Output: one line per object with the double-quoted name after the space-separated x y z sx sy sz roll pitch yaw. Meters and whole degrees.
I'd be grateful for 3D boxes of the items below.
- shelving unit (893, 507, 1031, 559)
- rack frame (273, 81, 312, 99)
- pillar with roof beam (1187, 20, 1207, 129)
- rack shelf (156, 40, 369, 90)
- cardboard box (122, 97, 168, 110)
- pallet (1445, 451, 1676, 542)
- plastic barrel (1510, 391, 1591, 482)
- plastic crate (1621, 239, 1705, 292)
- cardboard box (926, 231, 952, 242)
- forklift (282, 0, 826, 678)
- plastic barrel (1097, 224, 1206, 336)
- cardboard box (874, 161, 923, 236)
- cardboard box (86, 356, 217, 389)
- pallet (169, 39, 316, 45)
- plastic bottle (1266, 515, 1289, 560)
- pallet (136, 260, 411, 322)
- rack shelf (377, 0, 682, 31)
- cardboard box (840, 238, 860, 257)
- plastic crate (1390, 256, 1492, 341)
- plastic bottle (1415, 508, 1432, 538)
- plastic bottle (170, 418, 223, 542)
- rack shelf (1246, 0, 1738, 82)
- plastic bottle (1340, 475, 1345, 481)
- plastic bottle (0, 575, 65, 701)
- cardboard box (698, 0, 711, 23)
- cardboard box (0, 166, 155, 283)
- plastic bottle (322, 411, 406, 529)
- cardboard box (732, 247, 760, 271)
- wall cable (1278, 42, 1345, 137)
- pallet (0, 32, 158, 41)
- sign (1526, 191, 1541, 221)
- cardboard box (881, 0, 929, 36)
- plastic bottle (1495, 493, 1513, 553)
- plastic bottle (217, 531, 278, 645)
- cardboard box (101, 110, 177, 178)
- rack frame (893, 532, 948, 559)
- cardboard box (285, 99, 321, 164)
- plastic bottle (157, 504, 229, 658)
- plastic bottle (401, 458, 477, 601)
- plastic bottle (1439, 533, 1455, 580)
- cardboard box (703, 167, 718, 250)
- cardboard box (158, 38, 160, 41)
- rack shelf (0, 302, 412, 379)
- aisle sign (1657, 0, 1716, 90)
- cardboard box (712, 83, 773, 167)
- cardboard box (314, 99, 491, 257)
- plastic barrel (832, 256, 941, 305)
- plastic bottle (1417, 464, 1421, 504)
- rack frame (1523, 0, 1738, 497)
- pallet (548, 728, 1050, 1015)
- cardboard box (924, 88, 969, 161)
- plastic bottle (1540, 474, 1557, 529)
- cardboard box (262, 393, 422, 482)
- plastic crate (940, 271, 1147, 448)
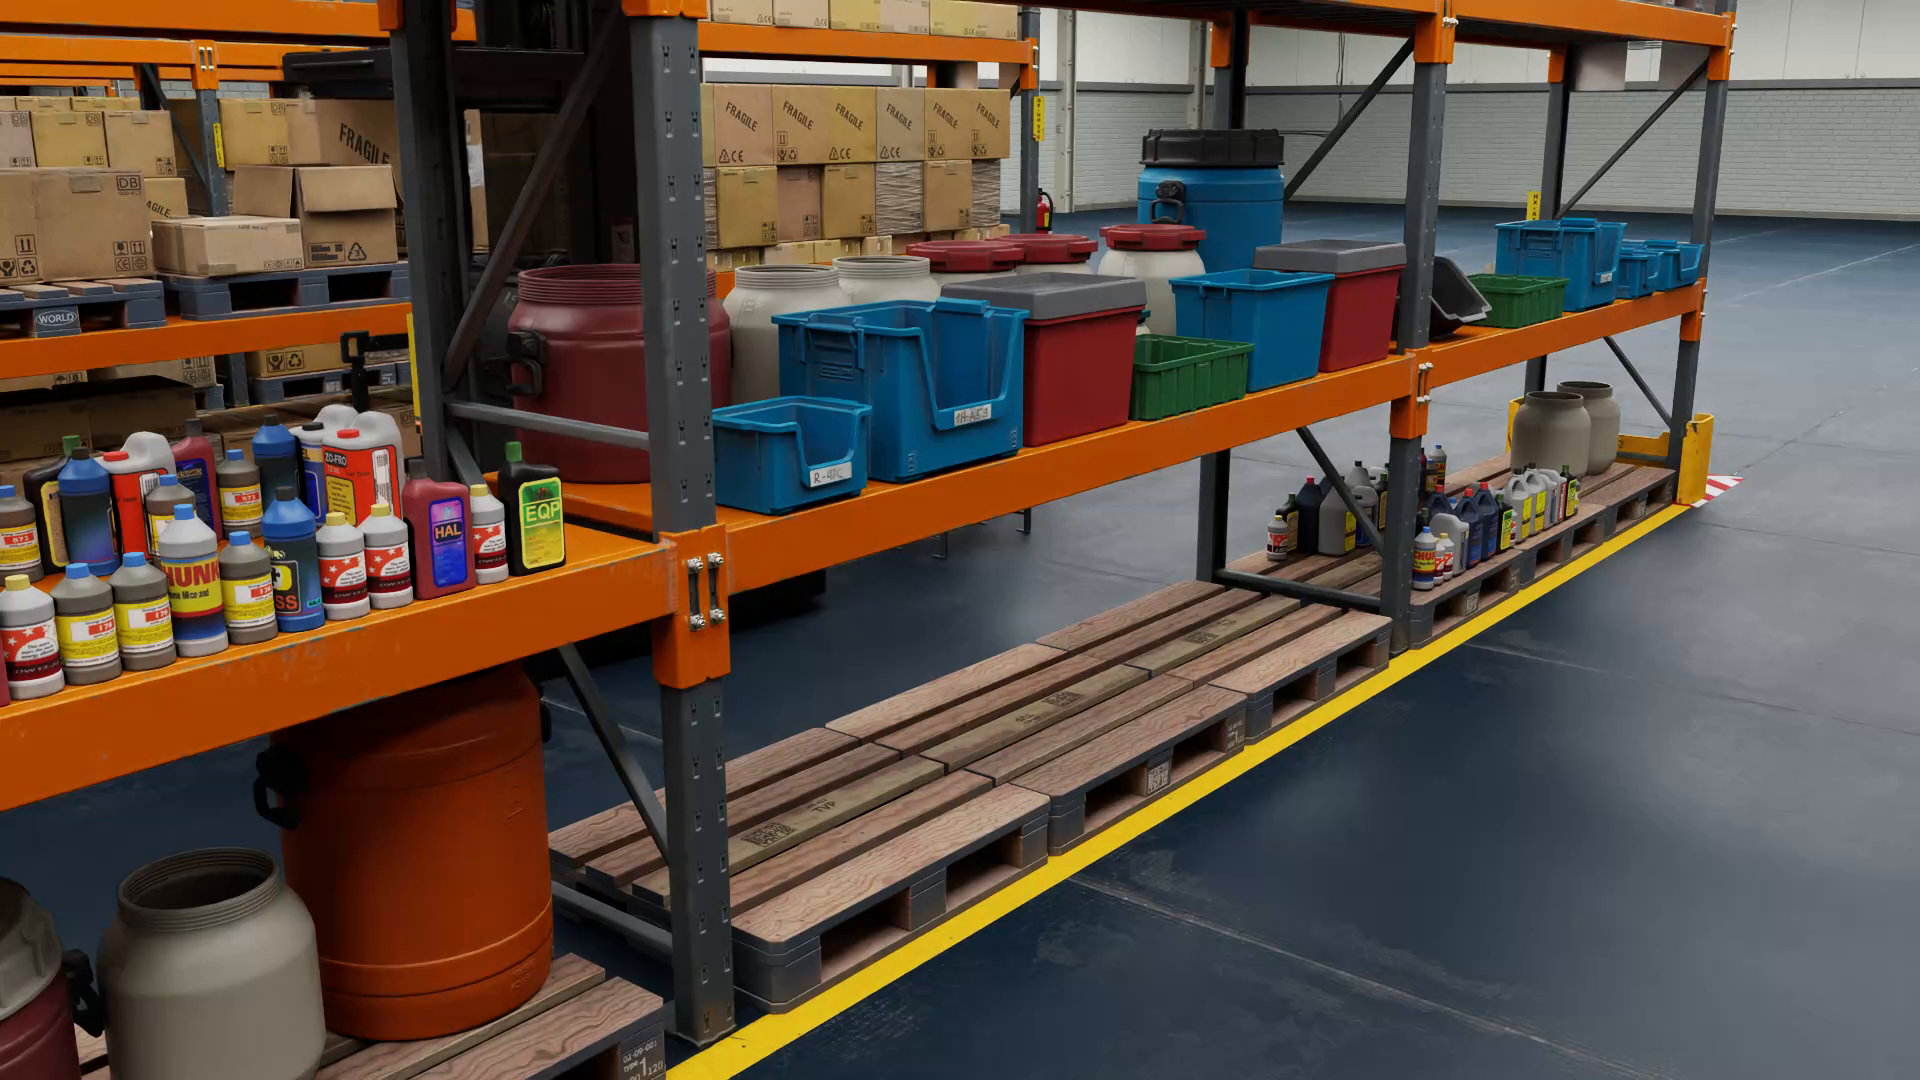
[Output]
0.004 -0.728 8.943 0.431 1.500 0.755 11 18 38 "shelving unit"
-7.527 -4.106 19.194 1.000 3.000 0.127 11 18 38 "rack frame"
9.675 -12.866 41.493 9.100 9.000 0.400 11 18 38 "pillar with roof beam"
-4.870 -4.081 14.466 1.077 0.370 4.000 11 18 38 "rack shelf"
-8.664 -4.368 17.388 0.700 0.500 0.500 11 18 37 "cardboard box"
3.507 -0.278 9.788 1.003 0.211 1.213 11 18 38 "pallet"
3.364 -0.570 9.474 0.421 0.512 0.421 0 14 0 "plastic barrel"
3.952 -1.592 9.598 0.499 0.251 0.616 11 18 38 "plastic crate"
-0.281 -2.215 12.260 0.380 0.149 0.250 11 18 38 "cardboard box"
-2.055 -0.948 6.901 3.031 2.935 1.130 -13 19 -41 "forklift"
0.747 -0.956 6.520 0.433 0.535 0.433 0 14 0 "plastic barrel"
-0.755 -2.461 11.909 0.875 0.500 0.500 11 18 38 "cardboard box"
-6.448 -1.574 12.941 1.050 0.750 0.750 11 18 37 "cardboard box"
-5.605 -4.159 13.491 1.003 0.211 1.213 11 18 38 "pallet"
1.505 -0.015 7.878 0.097 0.201 0.097 0 14 0 "plastic bottle"
-3.635 -1.333 8.667 1.003 0.211 1.213 11 18 38 "pallet"
-2.252 -0.996 2.320 1.077 0.370 4.000 11 18 38 "rack shelf"
-0.910 -2.023 11.506 0.380 0.149 0.250 11 18 38 "cardboard box"
1.947 -1.090 7.449 0.767 0.338 0.504 11 18 38 "plastic crate"
2.159 -0.012 7.702 0.061 0.283 0.133 11 18 38 "plastic bottle"
-1.760 -0.129 3.774 0.061 0.283 0.133 11 18 38 "plastic bottle"
2.776 -2.528 8.351 1.077 0.370 4.000 11 18 38 "rack shelf"
1.891 -0.179 8.358 0.061 0.283 0.133 13 19 41 "plastic bottle"
-1.577 0.160 2.805 0.097 0.201 0.097 0 14 0 "plastic bottle"
-1.851 -3.234 9.974 0.500 0.250 0.500 10 18 35 "cardboard box"
-4.266 -1.524 7.975 0.500 0.500 0.700 -13 19 -41 "cardboard box"
-1.400 -0.157 3.902 0.152 0.276 0.135 11 18 38 "plastic bottle"
-1.511 -1.827 10.731 0.380 0.149 0.250 11 18 38 "cardboard box"
9.207 -12.387 45.913 3.097 2.526 0.112 11 18 38 "wall cable"
-6.665 -3.771 12.172 0.805 0.209 1.217 10 18 35 "pallet"
3.608 -2.026 10.444 0.100 0.325 0.005 11 18 38 "sign"
-0.565 -3.629 11.528 0.500 0.250 0.500 12 18 39 "cardboard box"
2.604 -0.088 8.002 0.061 0.283 0.133 12 19 40 "plastic bottle"
-1.332 0.085 3.098 0.097 0.201 0.097 0 14 0 "plastic bottle"
-6.435 -3.030 12.726 0.700 0.500 0.500 11 18 37 "cardboard box"
-0.226 -0.658 8.667 0.400 1.500 0.023 11 18 38 "rack frame"
-5.614 -3.378 13.830 0.875 0.550 0.550 11 18 38 "cardboard box"
-1.394 0.070 3.016 0.097 0.271 0.097 0 14 0 "plastic bottle"
-1.062 -0.030 3.384 0.061 0.283 0.133 11 18 38 "plastic bottle"
2.188 0.071 7.541 0.097 0.201 0.097 0 14 0 "plastic bottle"
-2.002 -2.076 10.394 0.875 0.500 0.500 11 18 38 "cardboard box"
-8.594 -5.198 17.102 0.500 0.250 0.500 11 18 38 "cardboard box"
-3.590 -1.075 8.722 1.077 0.370 4.000 11 18 38 "rack shelf"
4.310 -3.034 9.693 0.394 0.787 0.004 11 18 38 "aisle sign"
-1.539 -2.626 10.532 0.500 0.500 0.500 11 18 38 "cardboard box"
-2.941 -2.170 9.502 1.000 1.000 1.000 11 18 38 "cardboard box"
-0.249 -0.639 5.318 0.421 0.512 0.421 0 14 0 "plastic barrel"
2.436 -0.332 8.986 0.097 0.271 0.097 0 14 0 "plastic bottle"
4.033 -1.806 10.140 1.000 3.000 0.127 11 18 38 "rack frame"
-0.478 0.935 5.012 1.003 0.211 1.213 11 18 38 "pallet"
-0.282 -3.009 12.039 0.500 0.500 0.500 11 18 38 "cardboard box"
2.953 -0.209 8.491 0.152 0.276 0.135 11 18 36 "plastic bottle"
-3.401 -0.498 9.175 0.700 0.500 0.500 9 17 33 "cardboard box"
0.259 -0.567 5.133 0.402 0.464 0.583 11 18 38 "plastic crate"
